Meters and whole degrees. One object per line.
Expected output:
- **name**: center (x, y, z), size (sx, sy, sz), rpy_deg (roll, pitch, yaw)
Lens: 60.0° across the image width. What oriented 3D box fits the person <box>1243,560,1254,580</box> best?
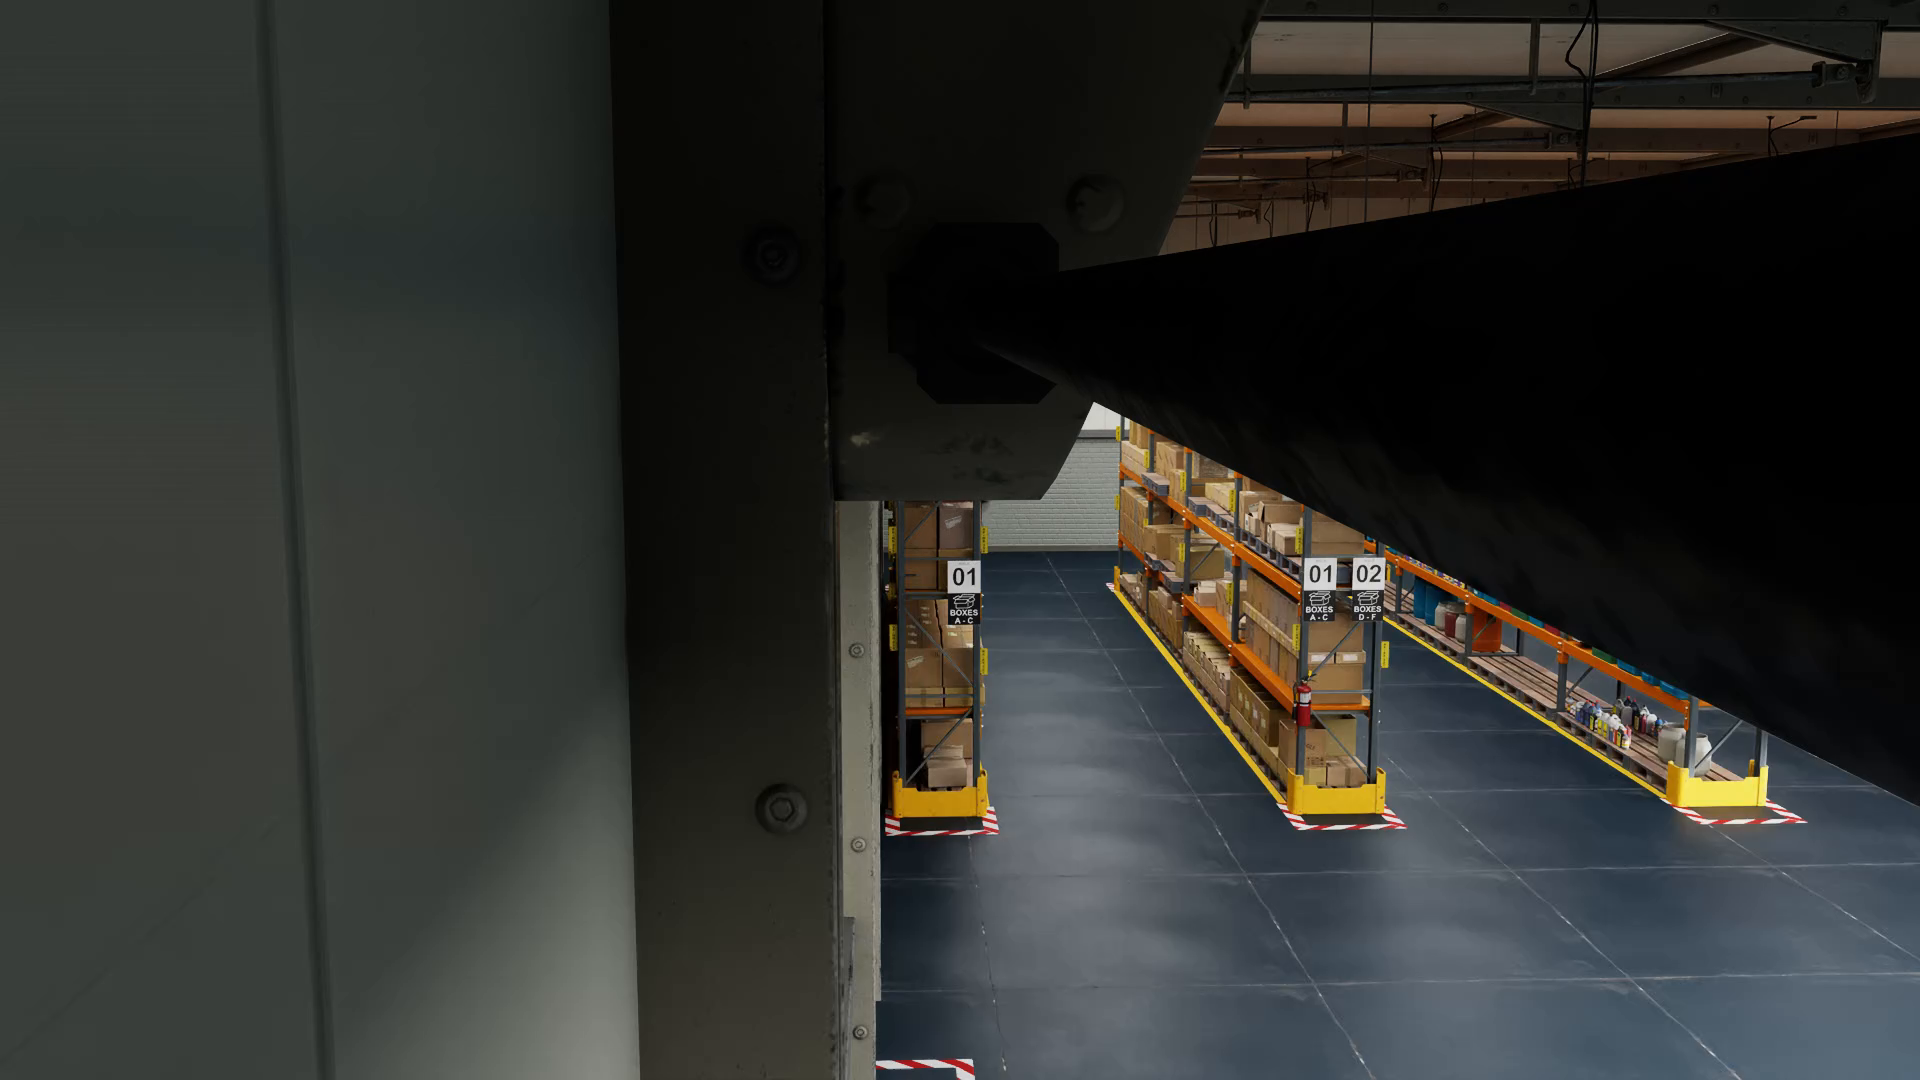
- **person**: center (6.034, 0.478, 34.983), size (0.593, 1.665, 0.546), rpy_deg (-3, 9, -18)
